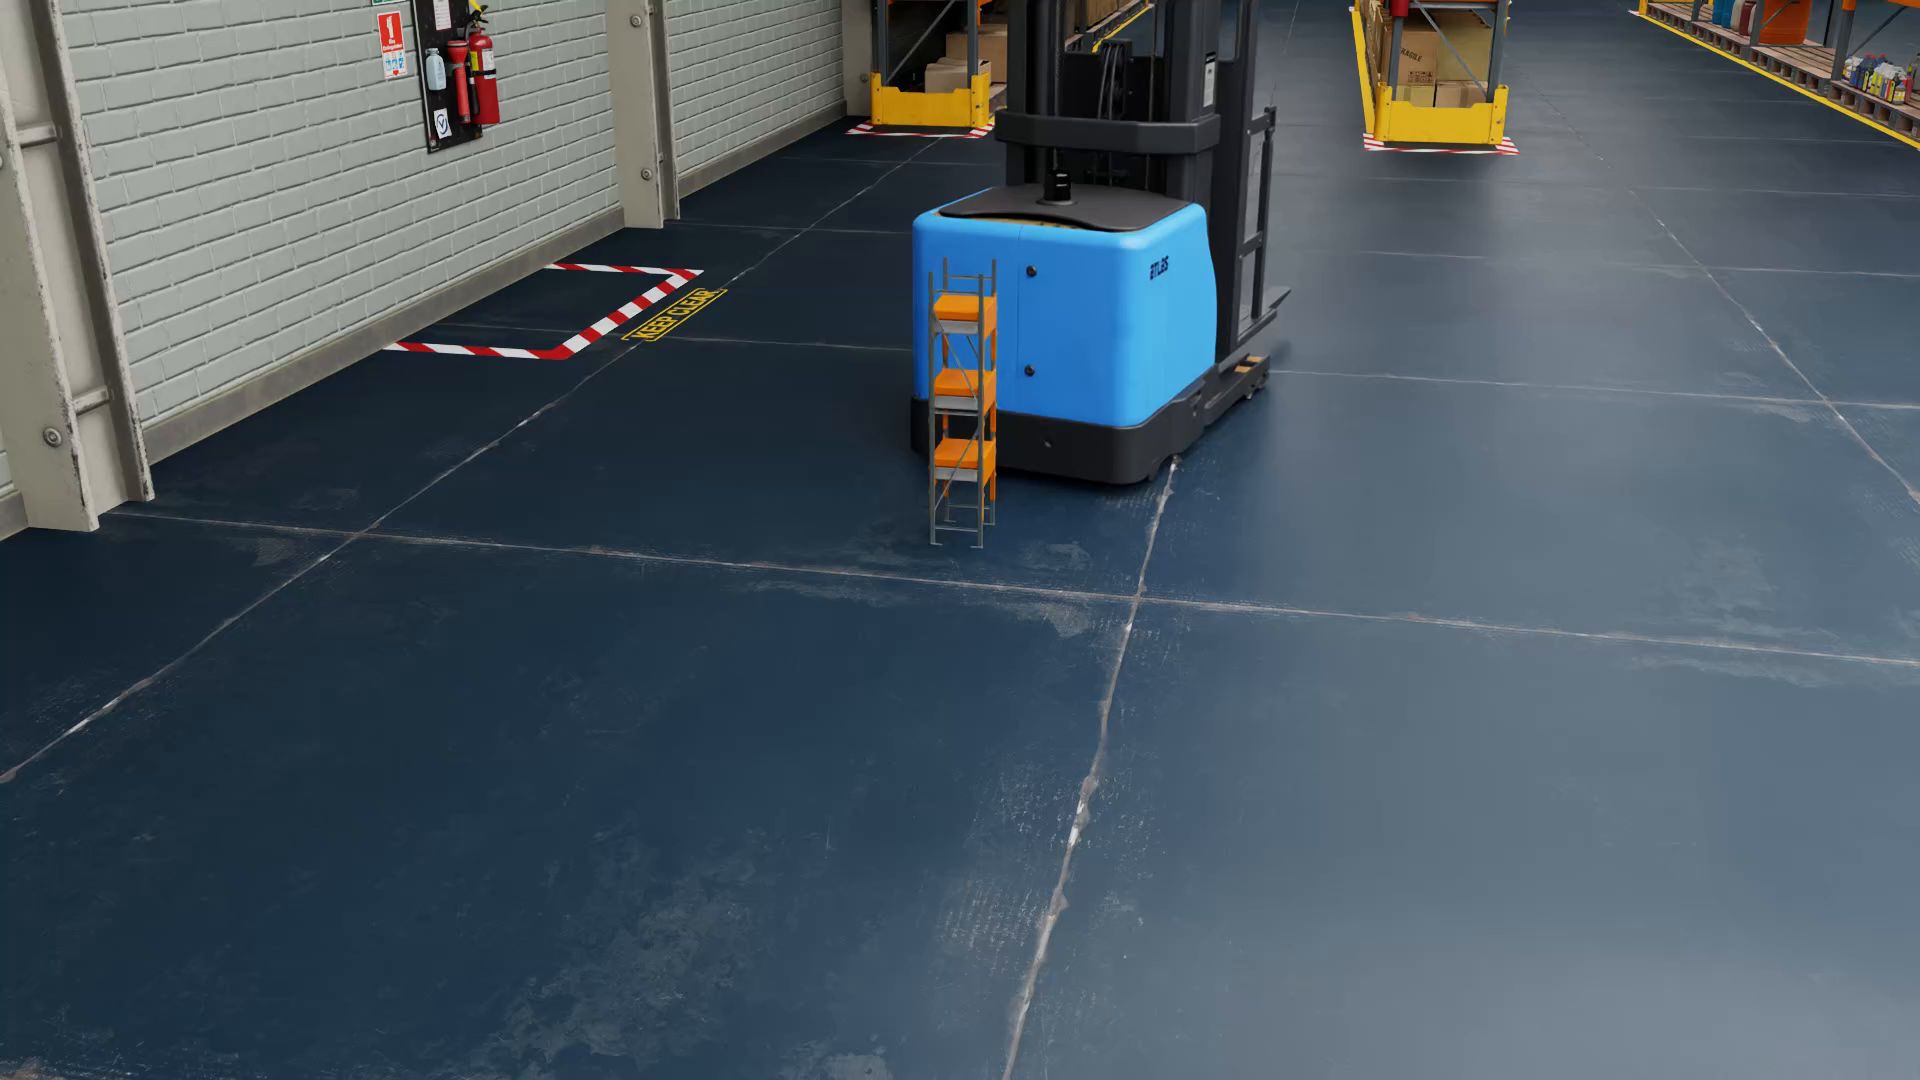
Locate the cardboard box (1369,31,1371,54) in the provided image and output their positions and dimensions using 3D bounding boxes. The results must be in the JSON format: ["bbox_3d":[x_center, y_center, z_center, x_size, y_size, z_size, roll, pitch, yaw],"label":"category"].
[{"bbox_3d":[5.461,-6.311,21.128,0.500,0.250,0.500,5,22,12],"label":"cardboard box"}]

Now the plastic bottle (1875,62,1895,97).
[{"bbox_3d":[9.460,-4.701,16.967,0.144,0.351,0.185,5,23,13],"label":"plastic bottle"}]

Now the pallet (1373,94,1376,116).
[{"bbox_3d":[4.896,-4.632,17.572,1.003,0.211,1.213,4,22,11],"label":"pallet"}]

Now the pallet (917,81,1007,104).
[{"bbox_3d":[0.146,-5.047,18.603,1.003,0.211,1.213,4,22,11],"label":"pallet"}]

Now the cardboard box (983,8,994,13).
[{"bbox_3d":[0.686,-6.545,21.345,0.700,0.500,0.500,4,22,10],"label":"cardboard box"}]

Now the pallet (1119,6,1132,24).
[{"bbox_3d":[2.360,-8.941,28.272,1.003,0.211,1.213,4,22,11],"label":"pallet"}]

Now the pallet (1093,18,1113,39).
[{"bbox_3d":[1.797,-7.933,25.770,1.003,0.211,1.213,4,22,11],"label":"pallet"}]

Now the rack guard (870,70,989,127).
[{"bbox_3d":[-0.305,-4.442,16.714,1.175,0.500,0.348,4,22,11],"label":"rack guard"}]

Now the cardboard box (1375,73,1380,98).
[{"bbox_3d":[4.440,-4.519,16.678,0.500,0.250,0.500,4,22,11],"label":"cardboard box"}]

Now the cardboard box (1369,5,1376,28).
[{"bbox_3d":[5.562,-6.755,21.478,0.500,0.311,0.500,4,22,9],"label":"cardboard box"}]

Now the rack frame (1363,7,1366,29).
[{"bbox_3d":[6.978,-9.586,26.141,1.000,3.000,0.127,4,22,11],"label":"rack frame"}]

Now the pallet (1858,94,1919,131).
[{"bbox_3d":[9.769,-4.298,16.743,1.003,0.211,1.213,4,22,11],"label":"pallet"}]

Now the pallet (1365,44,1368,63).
[{"bbox_3d":[5.956,-6.532,22.289,1.003,0.211,1.213,4,22,11],"label":"pallet"}]

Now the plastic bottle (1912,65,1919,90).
[{"bbox_3d":[10.155,-4.897,17.553,0.152,0.276,0.135,4,22,11],"label":"plastic bottle"}]

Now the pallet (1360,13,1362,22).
[{"bbox_3d":[7.366,-8.991,28.396,1.003,0.211,1.213,4,22,11],"label":"pallet"}]

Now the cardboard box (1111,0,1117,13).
[{"bbox_3d":[2.122,-8.912,26.783,0.750,0.750,0.750,5,22,12],"label":"cardboard box"}]

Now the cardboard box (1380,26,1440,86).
[{"bbox_3d":[4.348,-4.684,16.082,0.500,0.500,0.500,4,22,11],"label":"cardboard box"}]

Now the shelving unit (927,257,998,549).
[{"bbox_3d":[0.011,-0.507,6.206,0.215,1.050,0.252,4,22,11],"label":"shelving unit"}]

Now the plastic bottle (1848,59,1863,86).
[{"bbox_3d":[9.661,-5.019,17.857,0.152,0.276,0.135,5,23,13],"label":"plastic bottle"}]

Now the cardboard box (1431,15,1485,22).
[{"bbox_3d":[5.165,-5.192,17.345,0.500,0.500,0.500,4,22,11],"label":"cardboard box"}]

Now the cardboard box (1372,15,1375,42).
[{"bbox_3d":[5.248,-6.201,20.102,0.500,0.311,0.500,5,22,12],"label":"cardboard box"}]

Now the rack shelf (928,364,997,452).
[{"bbox_3d":[0.011,-0.497,6.210,0.215,0.259,0.240,4,22,11],"label":"rack shelf"}]

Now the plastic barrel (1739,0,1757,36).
[{"bbox_3d":[11.324,-7.414,23.412,0.600,0.588,0.708,4,22,11],"label":"plastic barrel"}]

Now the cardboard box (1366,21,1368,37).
[{"bbox_3d":[5.767,-6.873,22.524,0.500,0.250,0.500,4,22,11],"label":"cardboard box"}]

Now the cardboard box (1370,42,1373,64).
[{"bbox_3d":[5.146,-5.754,19.743,0.500,0.250,0.500,4,22,10],"label":"cardboard box"}]

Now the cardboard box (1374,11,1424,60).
[{"bbox_3d":[4.741,-5.416,17.901,0.500,0.500,0.500,4,22,11],"label":"cardboard box"}]

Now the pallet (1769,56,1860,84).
[{"bbox_3d":[10.563,-5.726,20.288,1.003,0.211,1.213,4,22,11],"label":"pallet"}]

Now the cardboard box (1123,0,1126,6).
[{"bbox_3d":[2.487,-9.447,28.579,0.700,0.500,0.500,4,22,10],"label":"cardboard box"}]

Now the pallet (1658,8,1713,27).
[{"bbox_3d":[12.185,-8.633,27.507,1.003,0.211,1.213,4,22,11],"label":"pallet"}]

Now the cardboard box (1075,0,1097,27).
[{"bbox_3d":[1.590,-7.956,24.409,0.750,0.750,0.750,4,22,10],"label":"cardboard box"}]

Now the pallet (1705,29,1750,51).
[{"bbox_3d":[11.381,-7.187,23.917,1.003,0.211,1.213,4,22,11],"label":"pallet"}]

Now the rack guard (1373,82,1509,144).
[{"bbox_3d":[4.525,-4.029,15.689,1.175,0.500,0.348,4,22,11],"label":"rack guard"}]

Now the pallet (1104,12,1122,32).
[{"bbox_3d":[2.044,-8.381,26.881,1.003,0.211,1.213,4,22,11],"label":"pallet"}]

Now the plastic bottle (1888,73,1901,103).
[{"bbox_3d":[9.329,-4.512,16.588,0.061,0.283,0.133,5,22,12],"label":"plastic bottle"}]

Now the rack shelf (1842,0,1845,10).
[{"bbox_3d":[10.602,-6.679,19.886,1.077,0.370,4.000,4,22,11],"label":"rack shelf"}]

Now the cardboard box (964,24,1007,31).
[{"bbox_3d":[0.323,-5.699,19.245,0.500,0.500,0.500,3,22,7],"label":"cardboard box"}]

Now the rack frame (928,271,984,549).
[{"bbox_3d":[-0.014,-0.462,6.095,0.200,1.050,0.008,4,22,11],"label":"rack frame"}]

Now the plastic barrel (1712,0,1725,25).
[{"bbox_3d":[11.699,-8.231,25.022,0.600,0.901,0.708,4,22,11],"label":"plastic barrel"}]

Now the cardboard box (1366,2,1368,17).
[{"bbox_3d":[6.543,-8.276,25.646,0.500,0.500,0.500,5,22,12],"label":"cardboard box"}]

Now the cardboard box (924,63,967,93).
[{"bbox_3d":[-0.092,-4.777,17.209,0.500,0.311,0.500,2,22,5],"label":"cardboard box"}]

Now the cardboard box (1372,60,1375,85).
[{"bbox_3d":[4.740,-5.068,18.041,0.500,0.250,0.500,4,22,11],"label":"cardboard box"}]

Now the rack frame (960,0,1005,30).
[{"bbox_3d":[0.495,-7.037,19.810,1.000,3.000,0.127,4,22,11],"label":"rack frame"}]

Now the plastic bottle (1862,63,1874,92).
[{"bbox_3d":[9.510,-4.836,17.392,0.061,0.283,0.133,5,23,13],"label":"plastic bottle"}]

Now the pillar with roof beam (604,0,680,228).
[{"bbox_3d":[1.965,-6.156,9.593,9.100,9.000,0.400,4,22,11],"label":"pillar with roof beam"}]

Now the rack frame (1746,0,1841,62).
[{"bbox_3d":[11.010,-7.744,21.567,1.000,3.000,0.127,4,22,11],"label":"rack frame"}]

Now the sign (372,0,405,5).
[{"bbox_3d":[-2.995,-2.870,8.706,0.001,0.109,0.331,4,22,11],"label":"sign"}]

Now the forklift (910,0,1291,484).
[{"bbox_3d":[0.880,-2.098,7.640,1.130,2.935,3.031,10,24,24],"label":"forklift"}]

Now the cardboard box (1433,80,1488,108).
[{"bbox_3d":[4.857,-4.296,16.124,0.500,0.250,0.500,4,22,11],"label":"cardboard box"}]

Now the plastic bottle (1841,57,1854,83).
[{"bbox_3d":[9.700,-5.137,18.156,0.097,0.271,0.097,0,22,0],"label":"plastic bottle"}]

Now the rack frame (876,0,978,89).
[{"bbox_3d":[-0.321,-5.574,16.178,1.000,3.000,0.127,4,22,11],"label":"rack frame"}]
